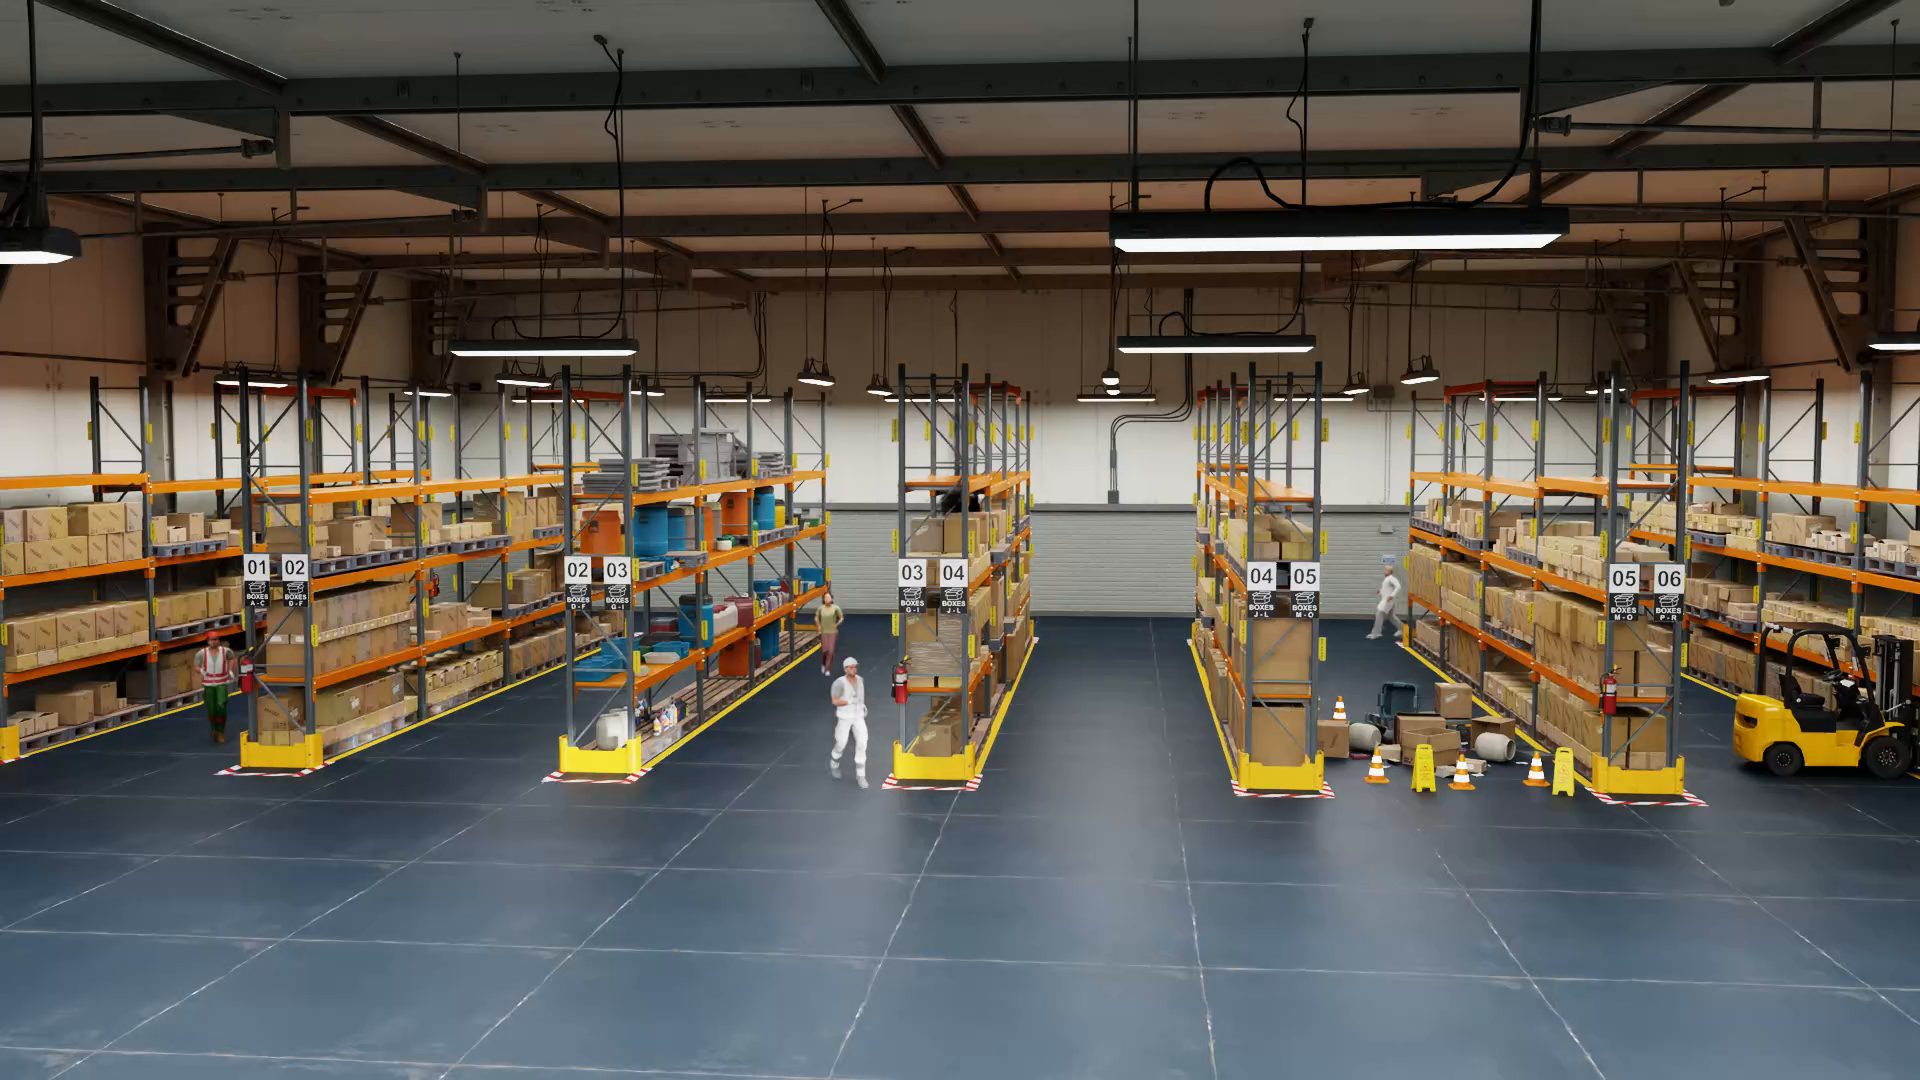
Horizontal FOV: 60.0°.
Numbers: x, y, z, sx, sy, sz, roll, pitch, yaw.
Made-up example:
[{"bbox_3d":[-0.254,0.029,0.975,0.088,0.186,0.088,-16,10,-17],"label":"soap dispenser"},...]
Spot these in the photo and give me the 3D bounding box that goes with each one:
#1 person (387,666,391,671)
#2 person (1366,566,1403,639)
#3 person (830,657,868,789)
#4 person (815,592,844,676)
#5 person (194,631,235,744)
[{"bbox_3d":[-11.060,2.215,31.864,0.557,1.548,0.893,1,4,11],"label":"person"},{"bbox_3d":[10.382,1.522,40.351,1.012,1.801,0.750,1,4,12],"label":"person"},{"bbox_3d":[-1.579,2.566,23.678,0.652,1.825,0.904,-2,4,-30],"label":"person"},{"bbox_3d":[-2.546,1.825,32.374,0.570,1.631,0.527,0,4,-1],"label":"person"},{"bbox_3d":[-12.107,2.380,27.003,0.588,1.831,0.835,-1,4,-16],"label":"person"}]
